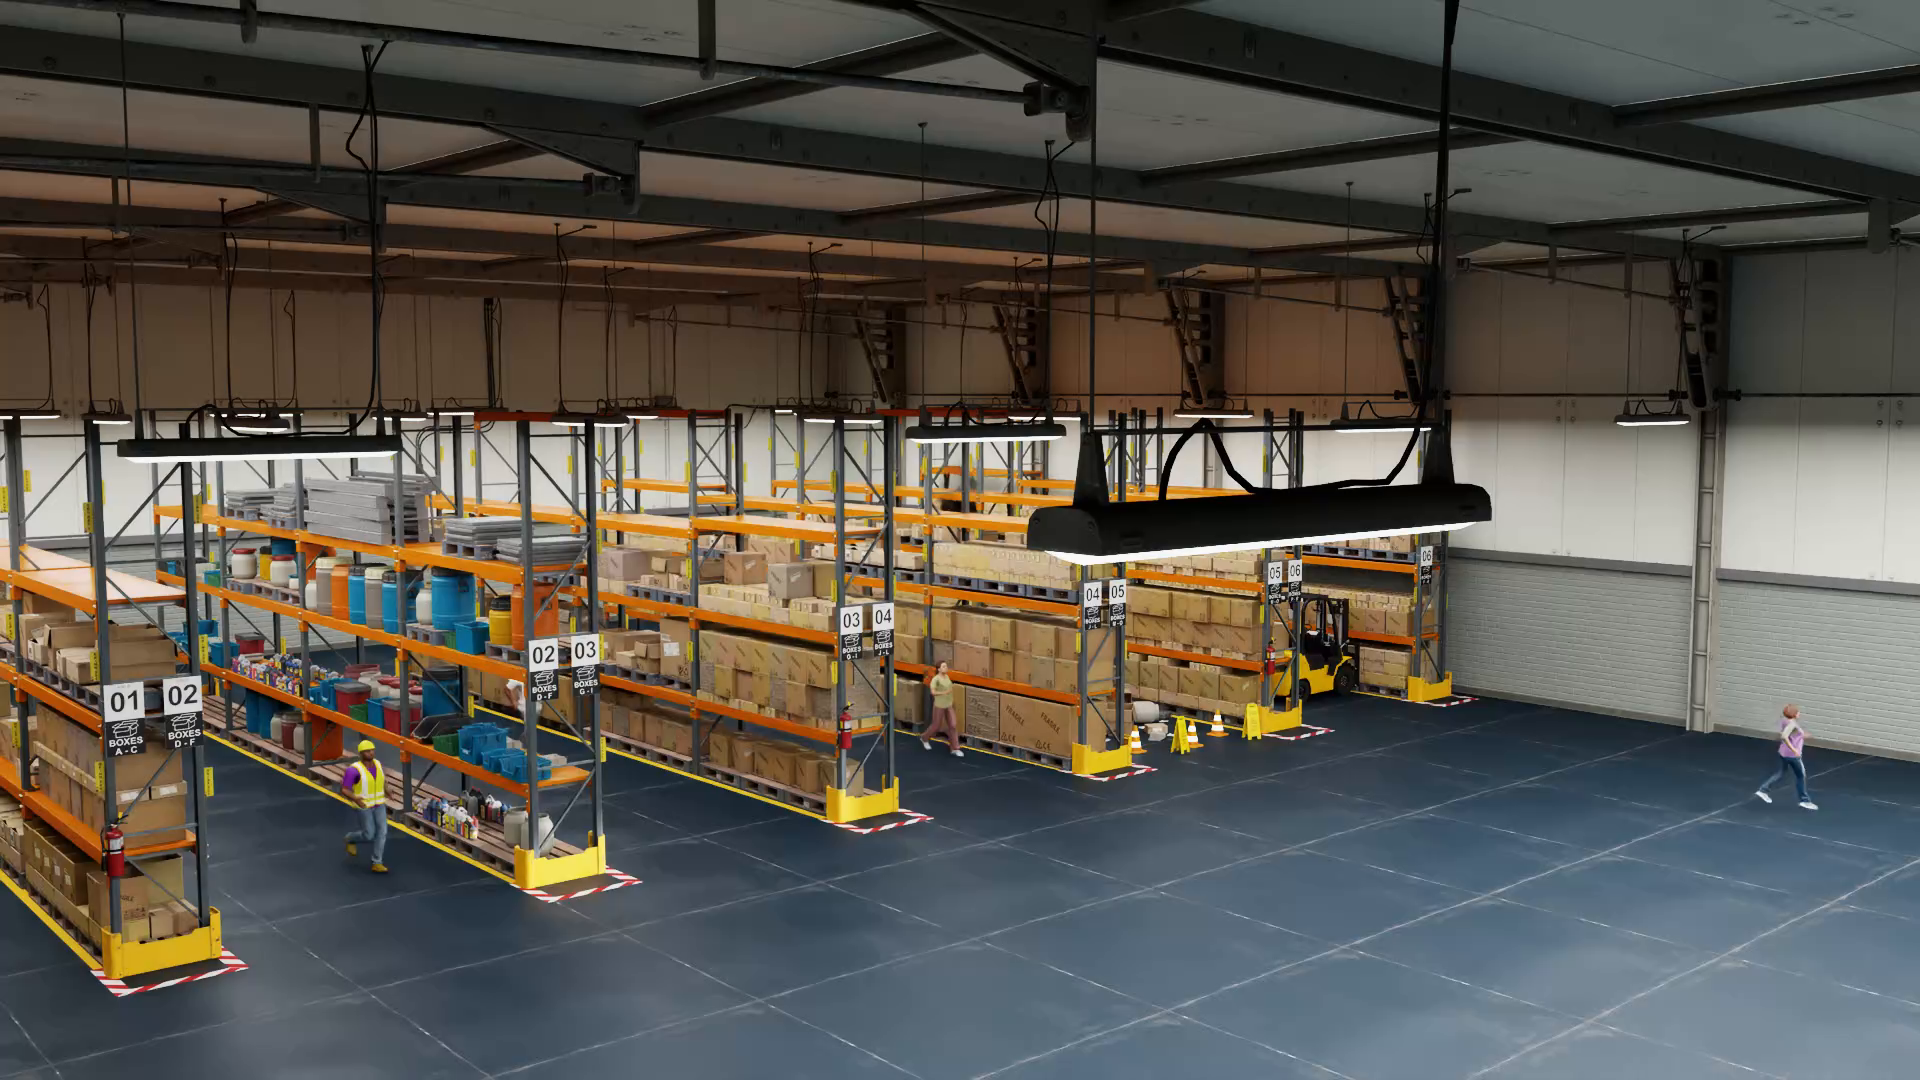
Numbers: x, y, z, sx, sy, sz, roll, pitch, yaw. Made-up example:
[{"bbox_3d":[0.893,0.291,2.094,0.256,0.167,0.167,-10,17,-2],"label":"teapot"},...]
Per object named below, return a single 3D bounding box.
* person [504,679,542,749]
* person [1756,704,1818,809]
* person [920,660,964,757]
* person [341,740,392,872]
[{"bbox_3d":[-7.376,2.948,28.496,0.816,1.828,0.679,4,6,38],"label":"person"},{"bbox_3d":[12.621,3.290,25.293,0.866,1.595,0.532,0,5,2],"label":"person"},{"bbox_3d":[-0.311,2.918,29.112,0.574,1.653,0.970,-5,7,-45],"label":"person"},{"bbox_3d":[-7.871,3.527,22.136,0.801,1.738,0.700,4,6,36],"label":"person"}]
